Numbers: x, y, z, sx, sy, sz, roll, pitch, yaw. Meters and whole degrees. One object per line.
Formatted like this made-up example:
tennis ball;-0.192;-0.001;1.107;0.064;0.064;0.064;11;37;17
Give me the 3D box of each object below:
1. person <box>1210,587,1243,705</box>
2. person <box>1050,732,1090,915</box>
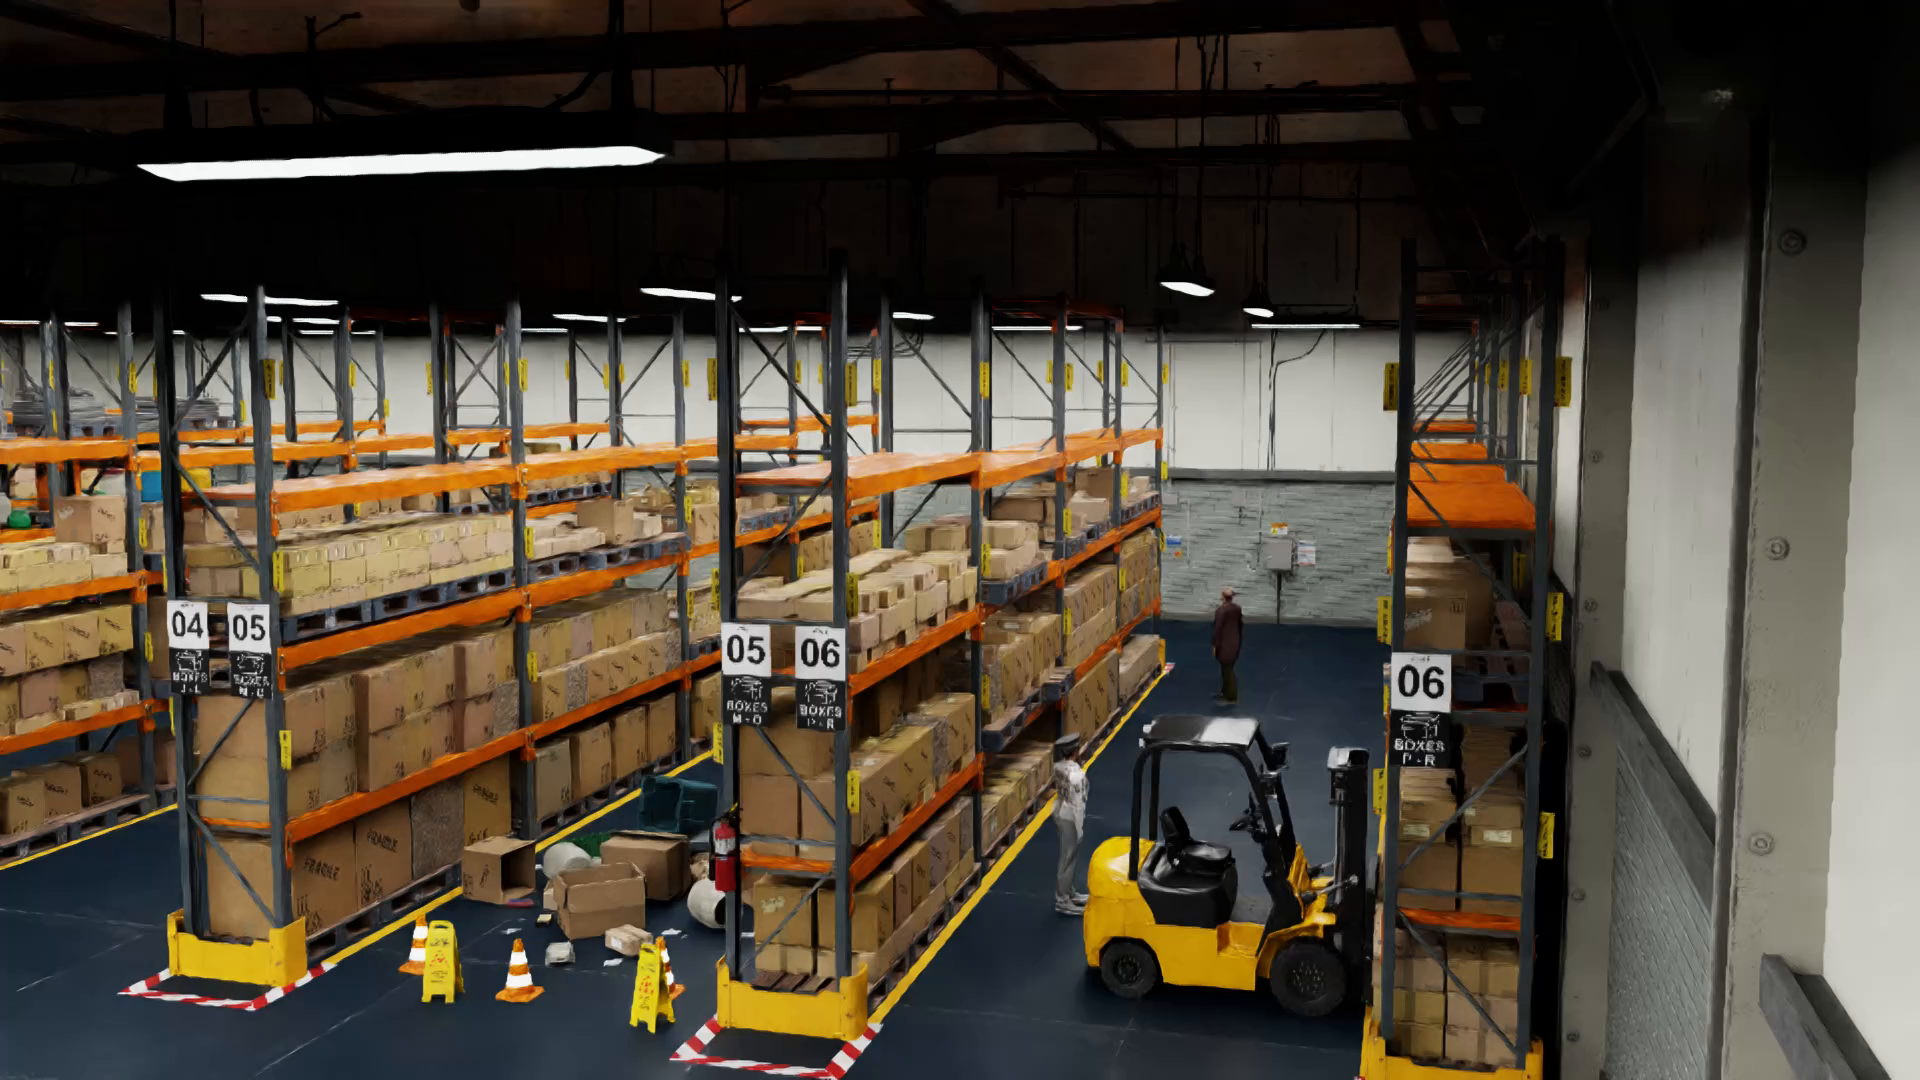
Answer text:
person;4.042;1.586;25.330;0.632;1.774;0.660;5;8;41
person;1.072;2.660;15.745;0.416;1.677;0.537;-2;6;-15
